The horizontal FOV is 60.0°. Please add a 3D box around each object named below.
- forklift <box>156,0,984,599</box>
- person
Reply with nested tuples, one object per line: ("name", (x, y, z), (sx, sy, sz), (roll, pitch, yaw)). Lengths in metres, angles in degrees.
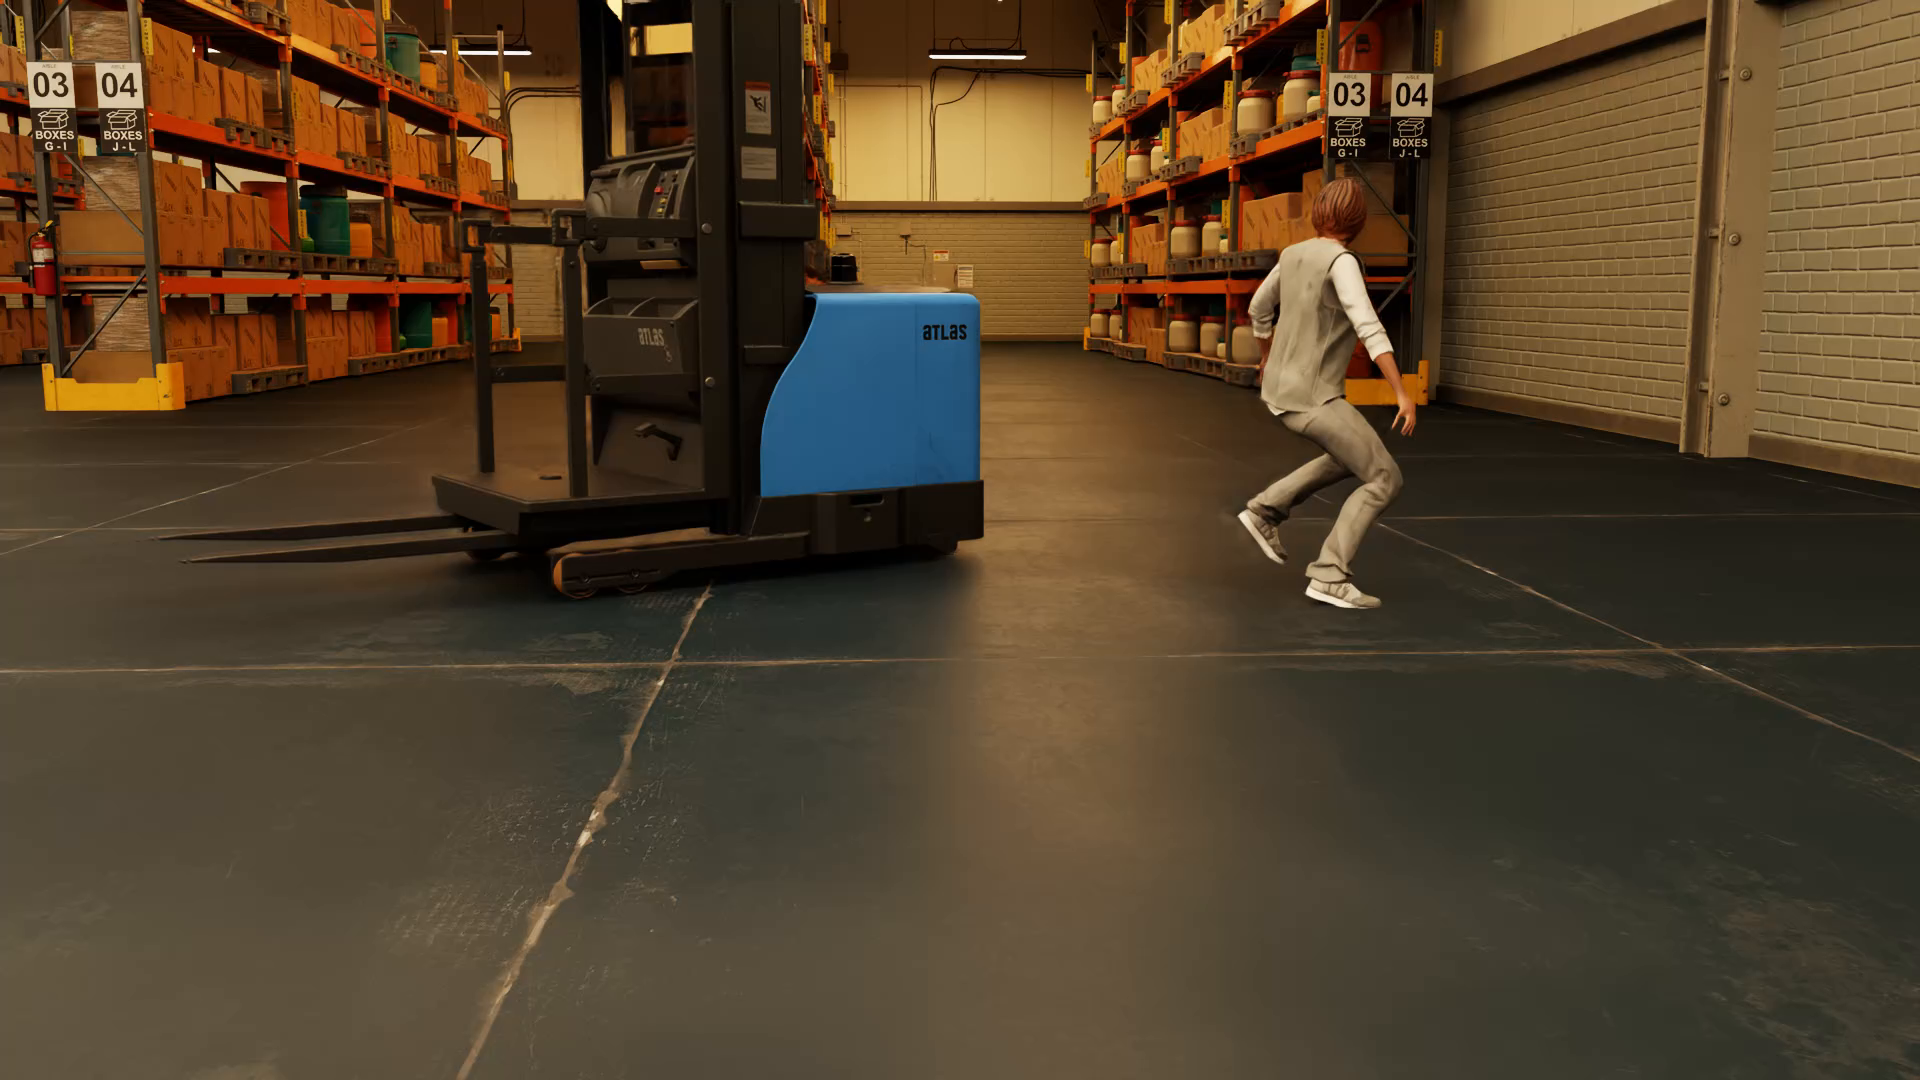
("forklift", (-1.408, -1.328, 6.271), (3.031, 2.935, 1.130), (-6, 10, -34))
("person", (1.295, -0.507, 5.866), (0.456, 1.475, 0.845), (-1, 8, -6))
